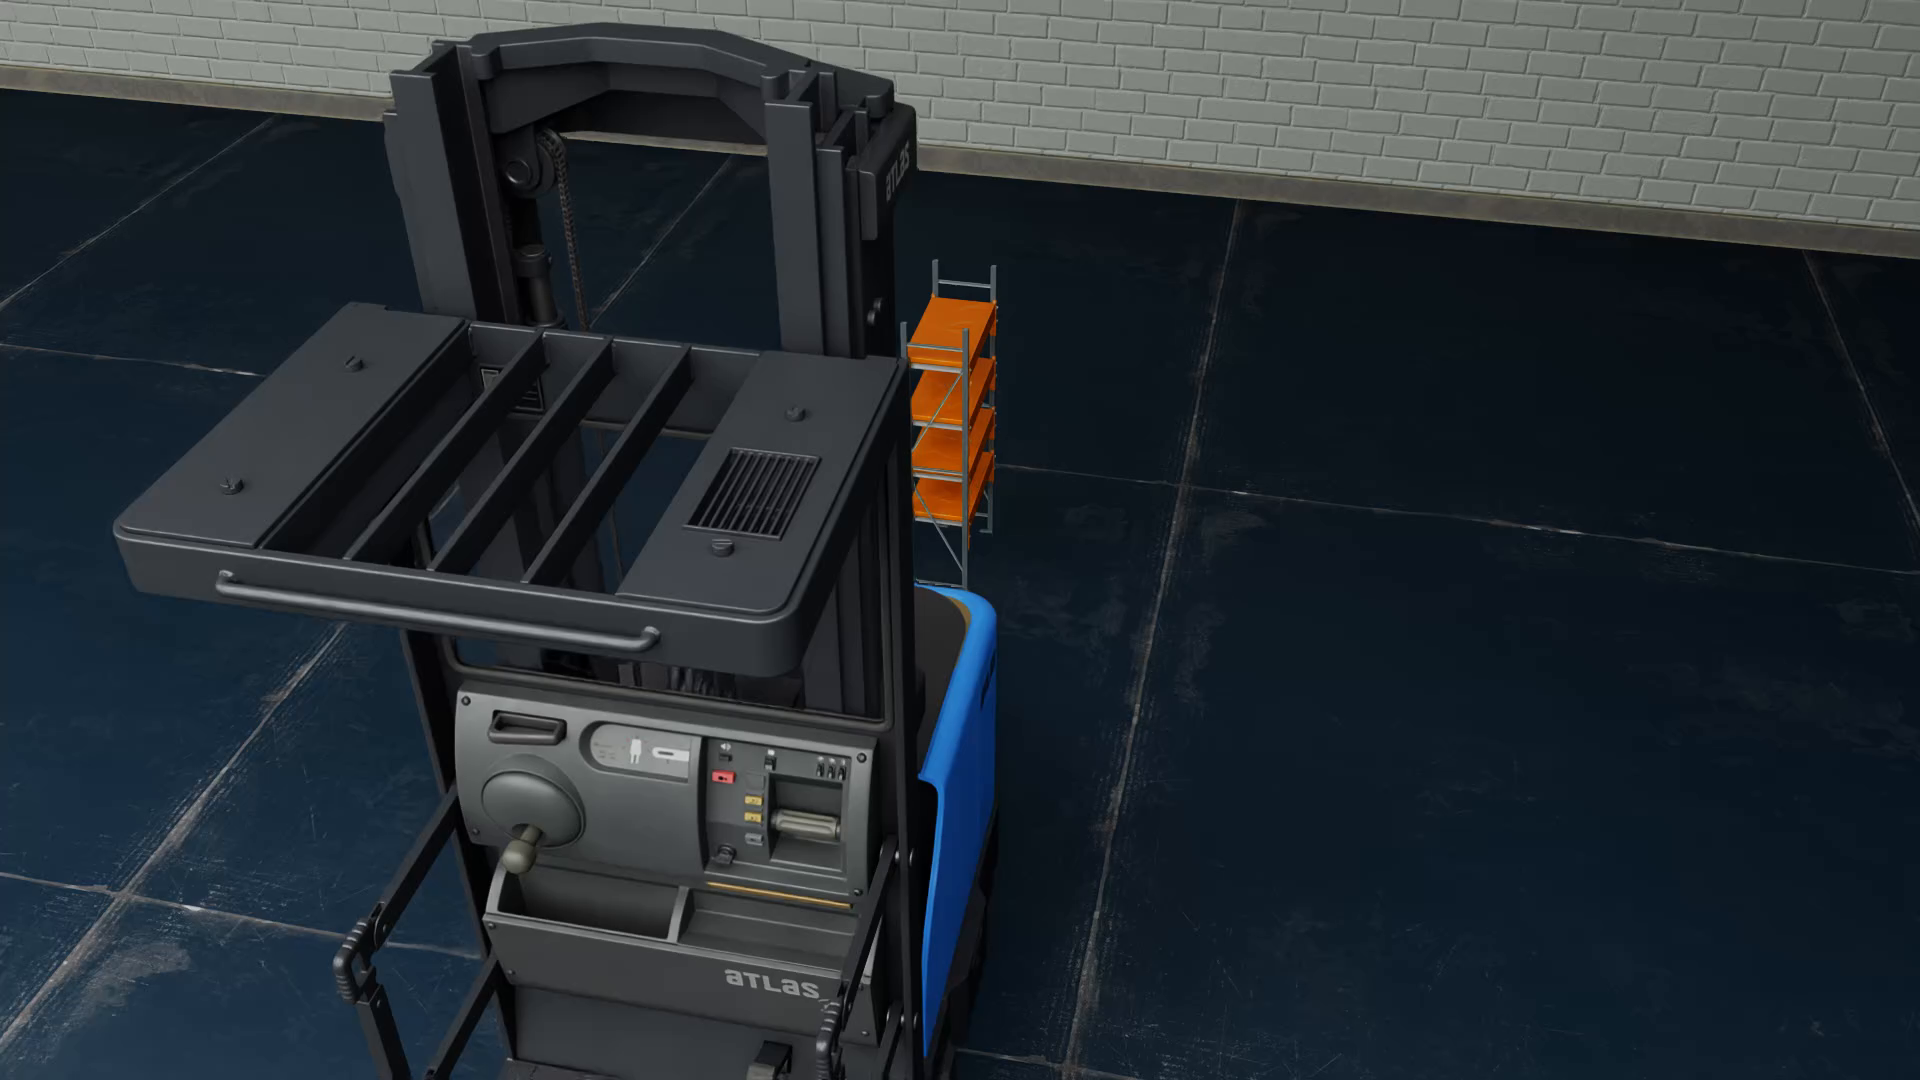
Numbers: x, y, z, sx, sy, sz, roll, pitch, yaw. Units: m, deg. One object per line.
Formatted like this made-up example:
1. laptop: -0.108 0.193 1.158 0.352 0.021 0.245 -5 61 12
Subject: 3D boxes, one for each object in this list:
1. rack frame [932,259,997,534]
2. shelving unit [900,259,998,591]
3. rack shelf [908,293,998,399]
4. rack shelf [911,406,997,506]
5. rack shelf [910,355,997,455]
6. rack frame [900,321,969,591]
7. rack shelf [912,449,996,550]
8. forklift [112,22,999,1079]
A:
1. rack frame: 0.017 -0.531 6.460 0.240 1.200 0.015 7 37 10
2. shelving unit: -0.035 -0.391 6.267 0.258 1.200 0.503 7 37 10
3. rack shelf: -0.035 -0.709 6.036 0.258 0.148 0.480 7 37 10
4. rack shelf: -0.035 -0.336 6.306 0.258 0.148 0.480 7 37 10
5. rack shelf: -0.035 -0.518 6.175 0.258 0.148 0.480 7 37 10
6. rack frame: -0.087 -0.251 6.074 0.240 1.200 0.015 7 37 10
7. rack shelf: -0.035 -0.176 6.423 0.258 0.148 0.480 7 37 10
8. forklift: -0.681 0.621 3.395 1.130 2.935 3.031 7 37 9
